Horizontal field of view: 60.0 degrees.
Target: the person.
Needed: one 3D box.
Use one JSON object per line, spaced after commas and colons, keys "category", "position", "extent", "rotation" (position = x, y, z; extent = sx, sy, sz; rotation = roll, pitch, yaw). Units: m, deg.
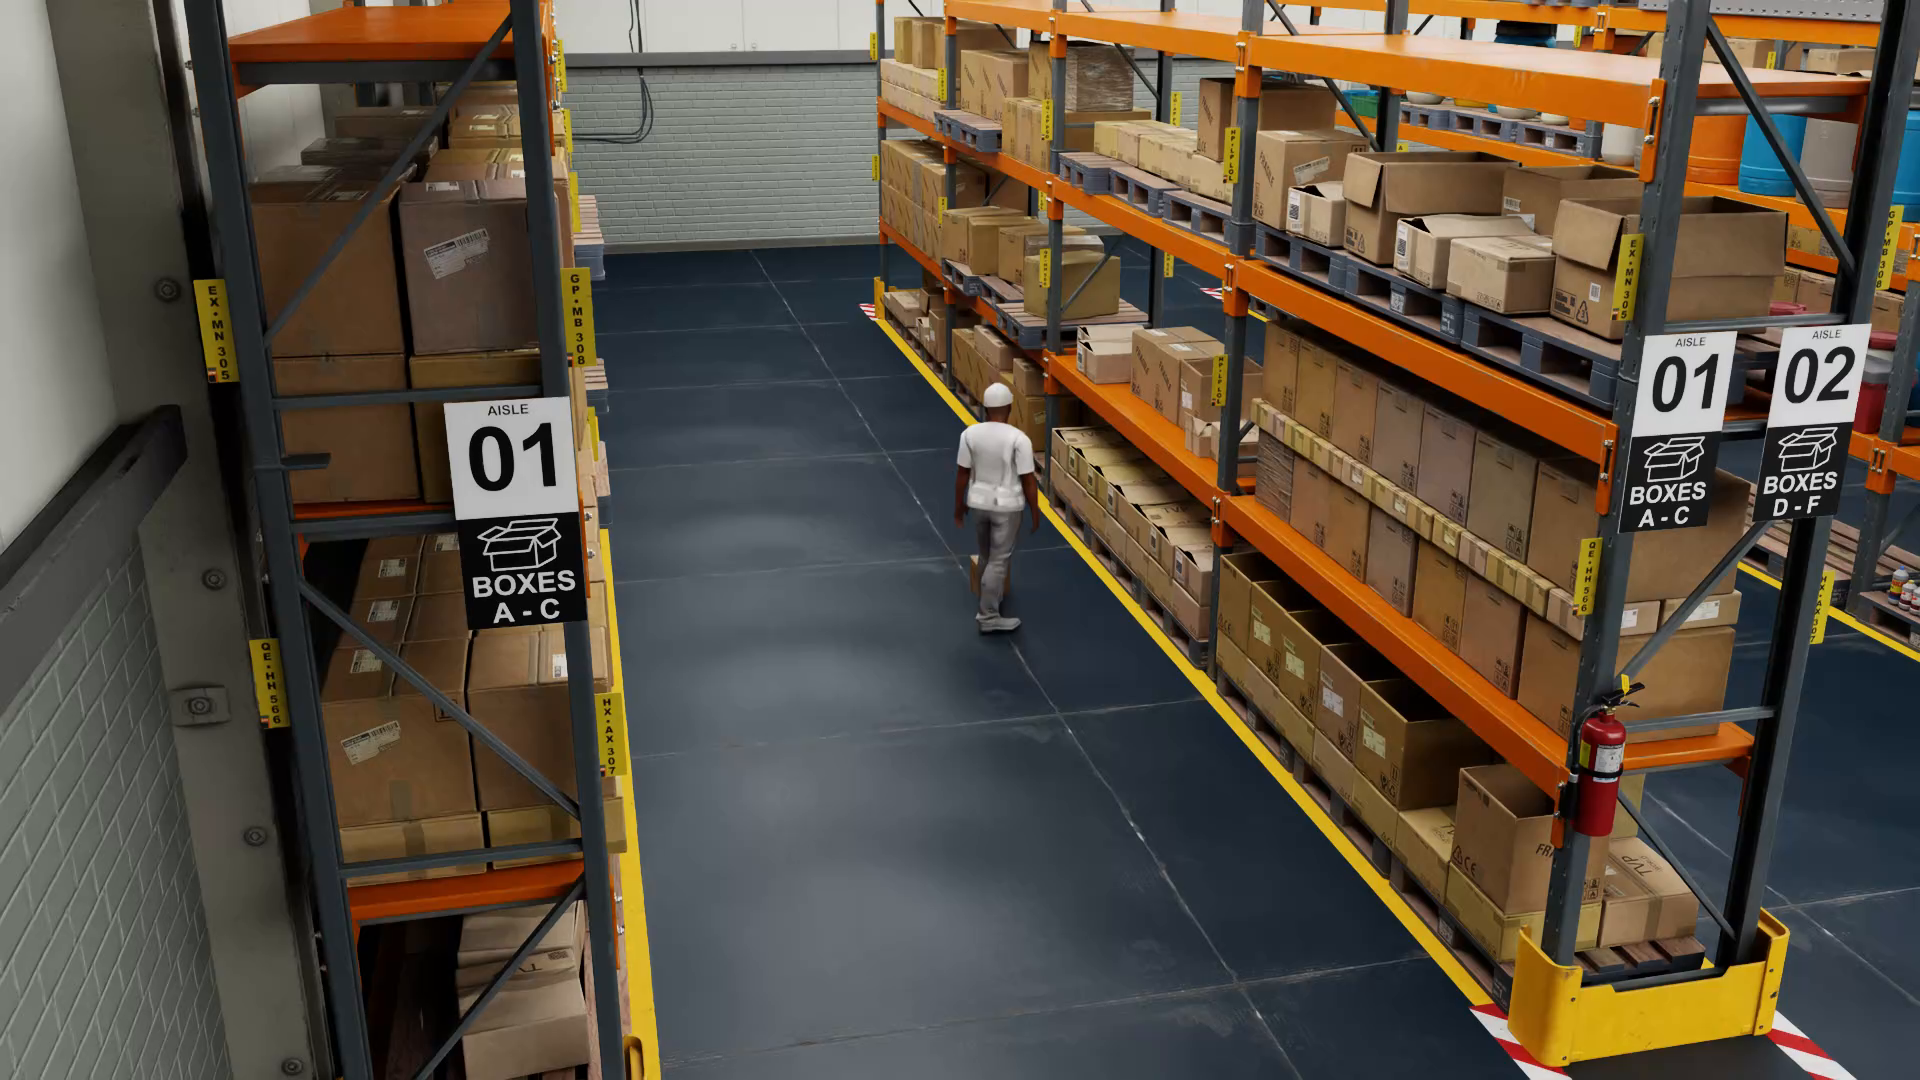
{"category": "person", "position": [0.310, -0.254, 11.733], "extent": [0.601, 1.754, 0.626], "rotation": [13, 23, 33]}
